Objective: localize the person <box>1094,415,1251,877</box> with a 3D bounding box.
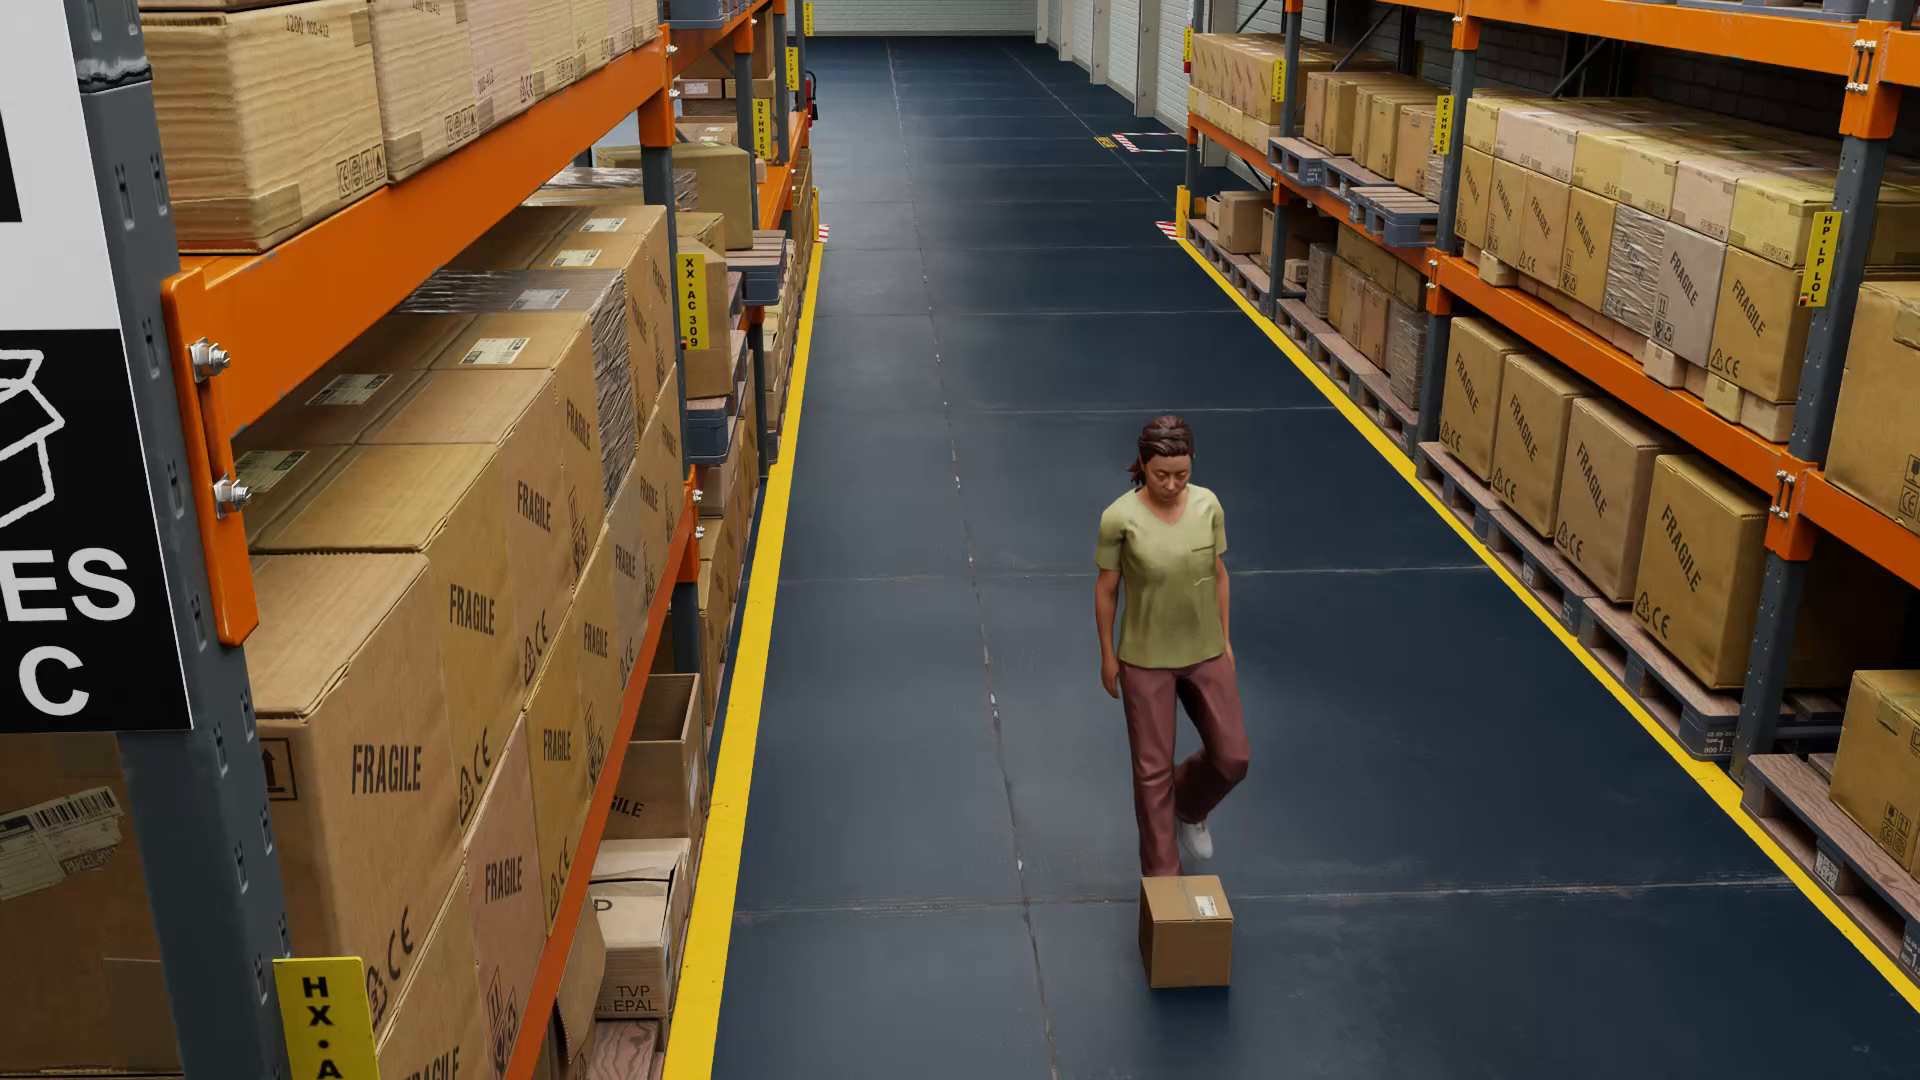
[{"bbox_3d":[0.697,0.411,5.438,0.489,1.654,0.608,-4,21,-10],"label":"person"}]
